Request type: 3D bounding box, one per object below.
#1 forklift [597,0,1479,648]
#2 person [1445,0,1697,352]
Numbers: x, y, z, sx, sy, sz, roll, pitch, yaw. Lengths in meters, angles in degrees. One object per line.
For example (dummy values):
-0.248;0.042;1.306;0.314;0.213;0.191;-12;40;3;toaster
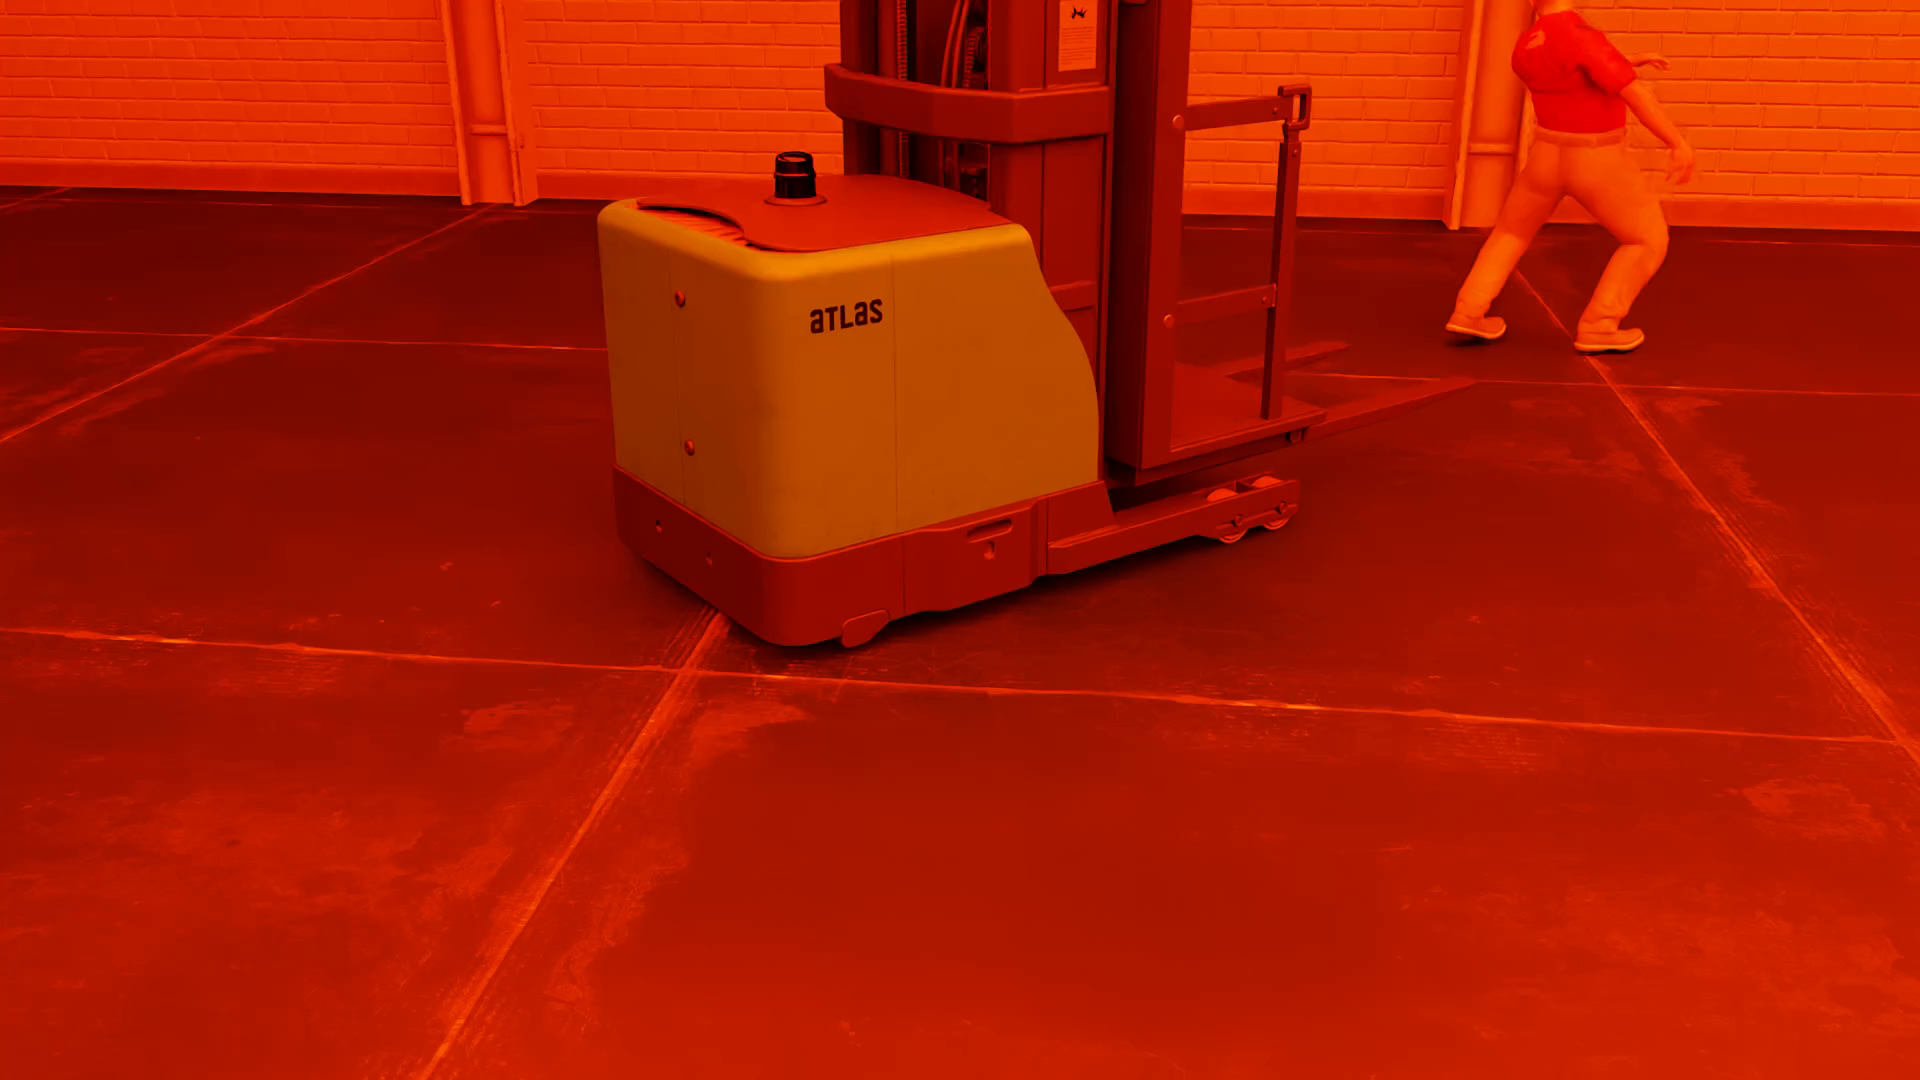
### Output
0.458;-1.494;4.962;3.031;2.935;1.130;-15;27;-33;forklift
2.697;-1.592;6.989;0.874;1.575;0.819;-17;27;-36;person
